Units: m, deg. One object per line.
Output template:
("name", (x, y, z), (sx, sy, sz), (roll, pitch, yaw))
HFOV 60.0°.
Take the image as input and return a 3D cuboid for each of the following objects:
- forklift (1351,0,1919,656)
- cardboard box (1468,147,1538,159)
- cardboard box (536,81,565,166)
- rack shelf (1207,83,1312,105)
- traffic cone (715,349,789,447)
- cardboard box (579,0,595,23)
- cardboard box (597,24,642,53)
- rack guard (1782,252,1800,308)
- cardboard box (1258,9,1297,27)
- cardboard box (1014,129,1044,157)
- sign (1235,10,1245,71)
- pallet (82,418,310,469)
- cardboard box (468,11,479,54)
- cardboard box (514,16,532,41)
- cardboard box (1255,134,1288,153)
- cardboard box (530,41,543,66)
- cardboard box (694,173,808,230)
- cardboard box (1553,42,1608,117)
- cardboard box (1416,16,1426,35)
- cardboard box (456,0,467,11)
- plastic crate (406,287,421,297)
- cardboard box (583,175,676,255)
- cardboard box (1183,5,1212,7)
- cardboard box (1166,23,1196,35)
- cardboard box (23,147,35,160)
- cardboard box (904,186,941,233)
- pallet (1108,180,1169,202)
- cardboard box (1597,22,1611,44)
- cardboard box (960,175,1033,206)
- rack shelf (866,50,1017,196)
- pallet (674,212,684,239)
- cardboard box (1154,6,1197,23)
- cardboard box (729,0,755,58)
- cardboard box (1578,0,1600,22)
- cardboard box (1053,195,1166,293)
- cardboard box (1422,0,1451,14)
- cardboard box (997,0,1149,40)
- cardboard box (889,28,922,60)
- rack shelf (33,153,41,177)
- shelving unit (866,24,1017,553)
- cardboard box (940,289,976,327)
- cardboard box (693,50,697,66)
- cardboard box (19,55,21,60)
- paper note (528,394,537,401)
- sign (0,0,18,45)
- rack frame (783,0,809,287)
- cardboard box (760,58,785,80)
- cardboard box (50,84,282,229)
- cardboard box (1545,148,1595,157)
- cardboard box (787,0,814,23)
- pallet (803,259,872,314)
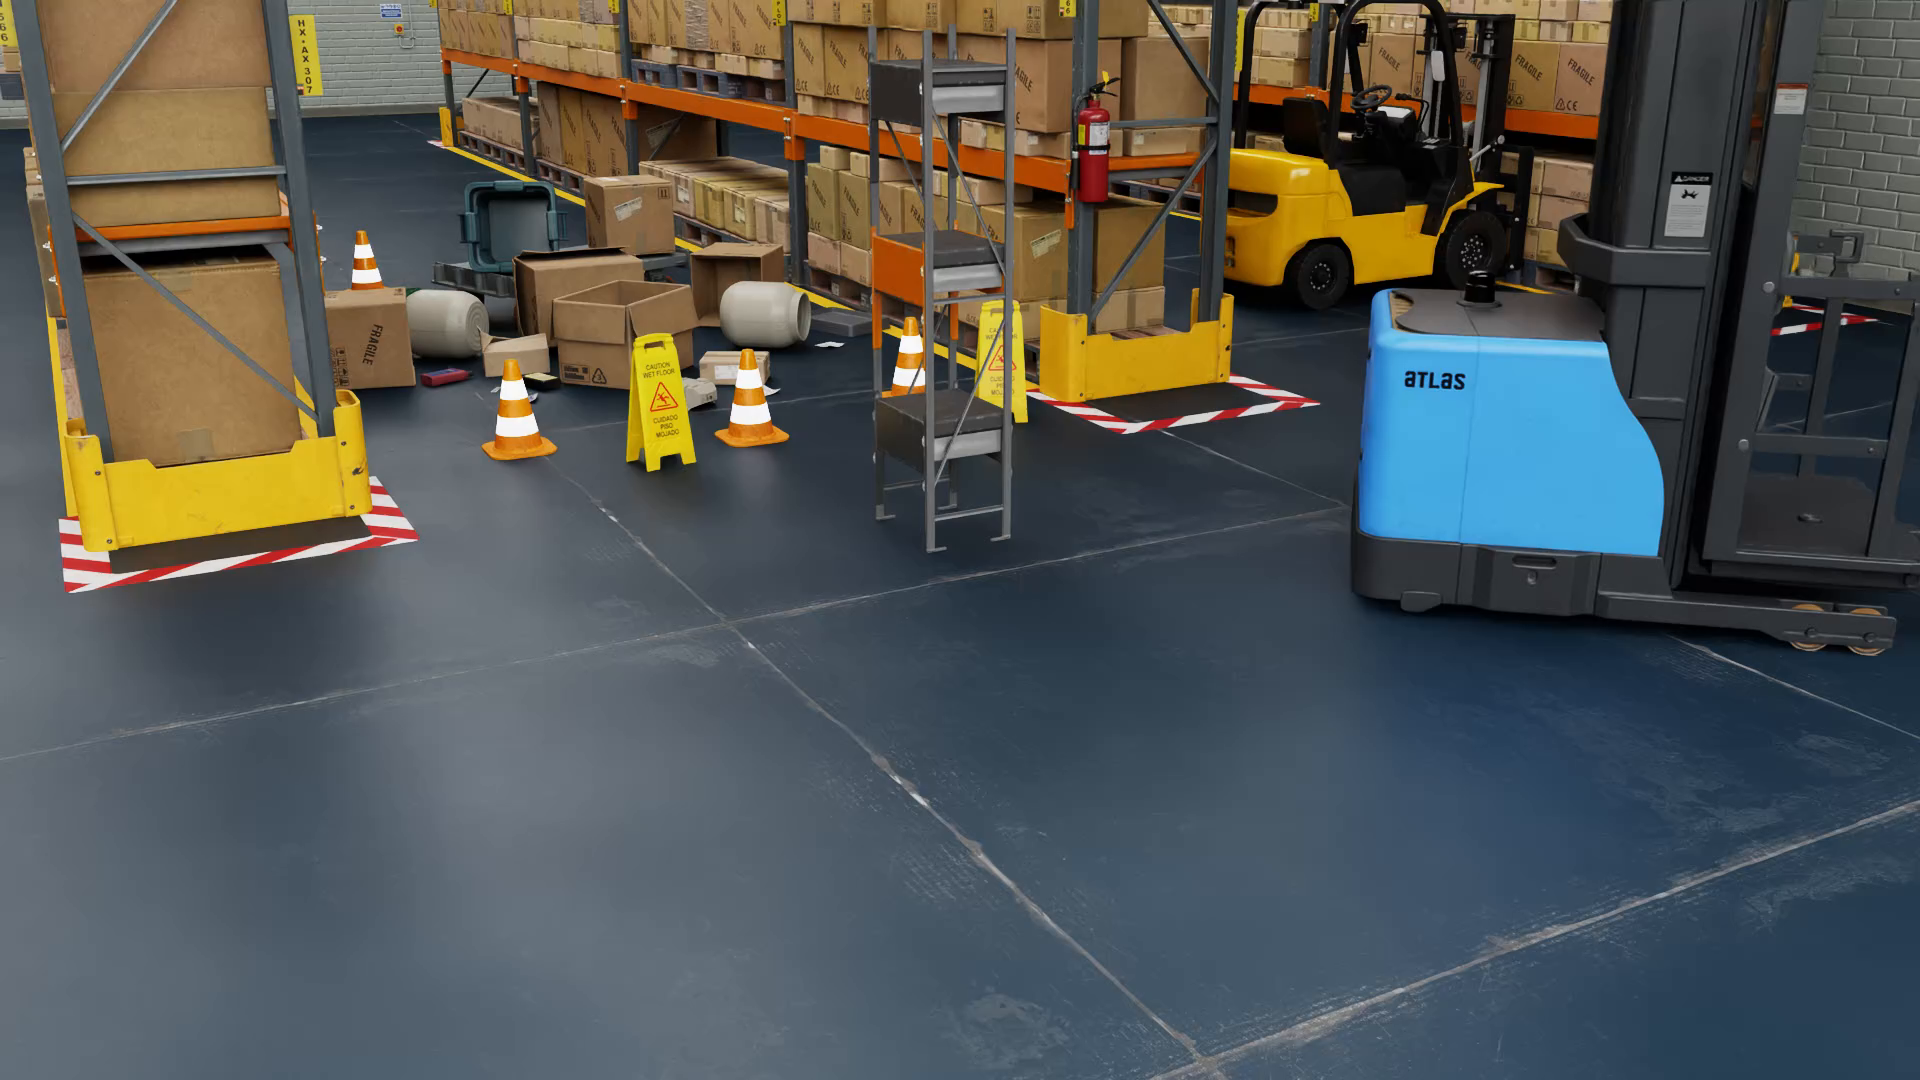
("forklift", (3.072, -1.163, 6.008), (3.031, 2.935, 1.130), (4, 19, 12))
("cardboard box", (4.211, -2.963, 13.158), (0.500, 0.250, 0.500), (-10, 22, -28))
("cardboard box", (-4.266, -4.776, 18.986), (0.875, 0.875, 0.875), (-9, 21, -25))
("rack shelf", (2.585, -4.455, 16.545), (1.077, 0.370, 4.000), (-10, 21, -27))
("traffic cone", (-1.087, -0.757, 8.616), (0.336, 0.463, 0.334), (-10, 21, -27))
("cardboard box", (-3.458, -5.373, 16.417), (0.500, 0.500, 0.500), (-10, 21, -26))
("cardboard box", (-3.185, -4.864, 16.092), (0.500, 0.250, 0.500), (-10, 21, -27))
("rack guard", (5.445, -1.884, 11.824), (1.175, 0.500, 0.348), (-10, 21, -27))
("cardboard box", (2.969, -4.788, 15.260), (0.380, 0.149, 0.250), (-10, 21, -27))
("cardboard box", (0.484, -2.313, 9.622), (0.380, 0.149, 0.250), (-10, 22, -27))
("sign", (1.545, -2.796, 9.307), (0.100, 0.325, 0.005), (-10, 21, -27))
("pallet", (-3.689, -0.406, 7.984), (1.003, 0.211, 1.213), (-10, 21, -27))
("cardboard box", (-5.812, -6.329, 20.722), (0.500, 0.500, 0.500), (-9, 21, -25))
("cardboard box", (-4.670, -5.742, 18.638), (0.500, 0.250, 0.500), (-11, 22, -28))
("cardboard box", (3.277, -3.444, 15.512), (0.875, 0.625, 0.625), (-9, 21, -24))
("cardboard box", (-4.407, -5.361, 18.298), (0.500, 0.250, 0.500), (-11, 22, -28))
("cardboard box", (-1.759, -2.962, 14.502), (0.950, 0.372, 0.625), (-9, 21, -25))
("cardboard box", (4.731, -3.370, 12.147), (0.500, 0.500, 0.500), (-9, 21, -25))
("cardboard box", (3.902, -4.140, 13.382), (0.380, 0.149, 0.250), (-10, 22, -27))
("cardboard box", (-6.050, -6.940, 20.958), (0.500, 0.500, 0.500), (-10, 21, -27))
("plastic crate", (-3.905, -1.506, 11.119), (0.450, 0.188, 0.662), (-9, 19, 5))
("cardboard box", (-2.384, -2.343, 11.993), (0.500, 0.500, 0.500), (-10, 21, -27))
("cardboard box", (2.493, -5.372, 16.954), (0.380, 0.149, 0.250), (-10, 21, -27))
("cardboard box", (2.365, -4.929, 16.281), (0.500, 0.250, 0.500), (-10, 21, -26))
("cardboard box", (-6.830, -2.749, 13.306), (1.050, 0.750, 0.750), (-10, 22, -27))
("cardboard box", (-0.027, -2.040, 10.868), (0.500, 0.500, 0.500), (-11, 22, -28))
("pallet", (1.992, -3.808, 17.844), (1.003, 0.211, 1.213), (-10, 21, -27))
("cardboard box", (4.806, -3.635, 11.919), (0.380, 0.149, 0.250), (-10, 21, -26))
("cardboard box", (0.224, -2.147, 10.181), (0.380, 0.149, 0.250), (-9, 21, -25))
("rack shelf", (-0.079, -1.689, 6.703), (0.431, 0.518, 0.480), (-10, 21, -27))
("pallet", (-2.362, -3.056, 15.664), (1.003, 0.211, 1.213), (-10, 21, -27))
("cardboard box", (2.149, -5.217, 16.503), (0.380, 0.149, 0.250), (-9, 21, -26))
("cardboard box", (-1.490, -4.076, 13.092), (0.500, 0.500, 0.500), (-10, 21, -26))
("cardboard box", (4.733, -3.857, 12.106), (0.380, 0.149, 0.250), (-10, 21, -26))
("cardboard box", (0.916, -1.837, 10.277), (0.500, 0.500, 0.500), (-11, 22, -28))
("cardboard box", (3.936, -4.284, 13.345), (0.380, 0.149, 0.250), (-10, 22, -28))
("cardboard box", (0.633, -3.076, 9.304), (0.700, 0.500, 0.500), (-11, 22, -28))
("cardboard box", (-0.125, -3.040, 10.734), (0.500, 0.500, 0.500), (-10, 21, -26))
("rack shelf", (-6.090, -2.889, 12.008), (1.077, 0.370, 4.000), (-10, 21, -27))
("shelving unit", (-0.079, -1.040, 6.927), (0.431, 2.100, 0.503), (-10, 21, -27))
("cardboard box", (0.208, -1.541, 10.571), (0.500, 0.250, 0.500), (-10, 21, -26))
("cardboard box", (-2.083, -4.170, 14.359), (0.380, 0.149, 0.250), (-9, 21, -25))
("cardboard box", (-5.623, -2.810, 10.524), (0.500, 0.500, 0.500), (-10, 21, -27))
("paper note", (-2.472, -0.803, 9.415), (0.144, 0.017, 0.142), (-3, 19, -8))
("sign", (-3.725, -2.086, 6.439), (0.100, 0.325, 0.005), (-10, 21, -27))
("rack frame", (-0.832, -3.451, 12.532), (1.000, 3.000, 0.127), (-10, 21, -27))
("cardboard box", (-1.319, -3.635, 12.809), (0.380, 0.149, 0.250), (-10, 21, -26))
("cardboard box", (-3.457, -1.677, 7.163), (0.875, 0.550, 0.550), (-10, 21, -27))
("cardboard box", (4.904, -2.899, 12.973), (0.500, 0.250, 0.500), (-10, 21, -27))
("cardboard box", (-0.814, -3.951, 11.841), (0.700, 0.500, 0.500), (-10, 22, -27))
("pallet", (-0.482, -1.945, 12.444), (1.003, 0.211, 1.213), (-10, 21, -27))
